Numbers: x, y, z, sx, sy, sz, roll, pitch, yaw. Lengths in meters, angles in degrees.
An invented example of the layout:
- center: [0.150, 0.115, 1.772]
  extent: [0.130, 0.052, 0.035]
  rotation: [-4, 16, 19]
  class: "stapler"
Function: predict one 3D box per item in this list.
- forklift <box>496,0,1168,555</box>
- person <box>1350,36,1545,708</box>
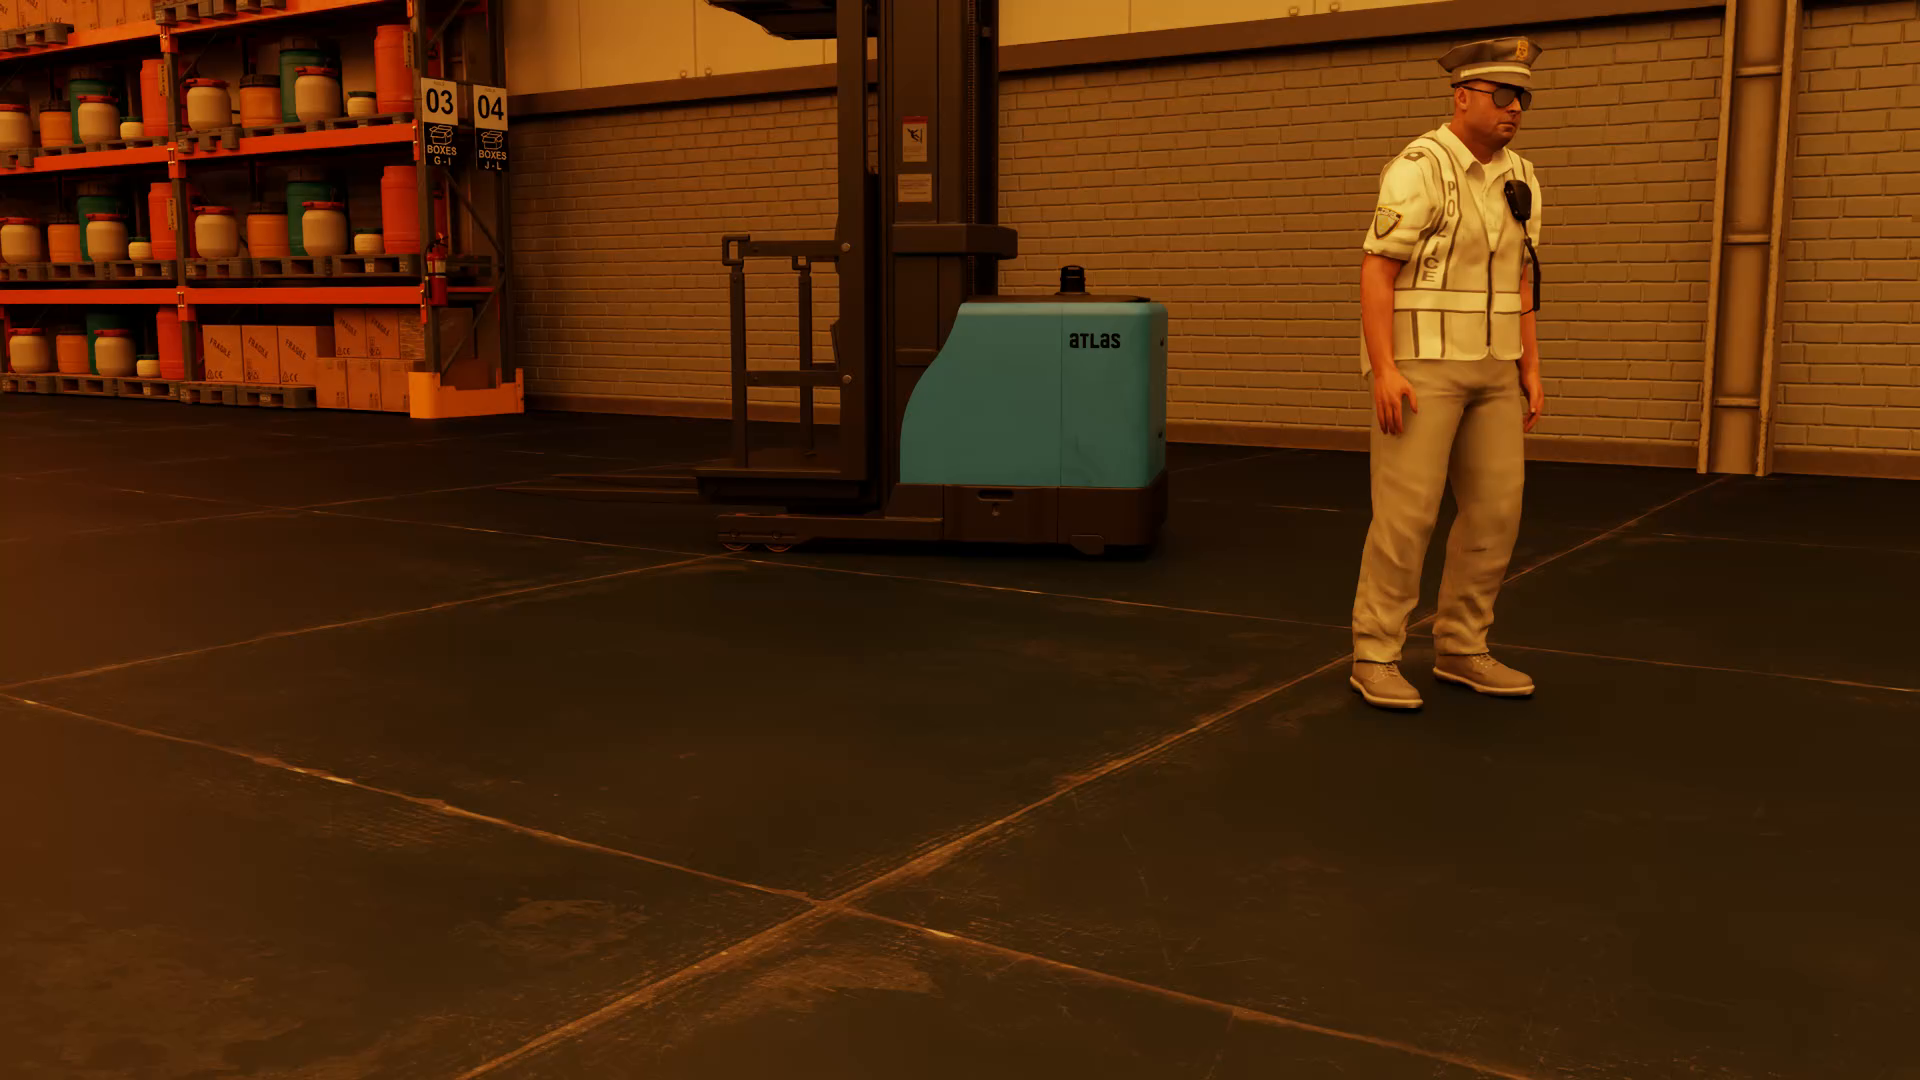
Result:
- center: [-0.596, -1.469, 7.520]
  extent: [3.031, 2.935, 1.130]
  rotation: [2, 8, 12]
  class: "forklift"
- center: [1.333, -0.450, 4.547]
  extent: [0.607, 1.750, 0.437]
  rotation: [-4, 9, -25]
  class: "person"
